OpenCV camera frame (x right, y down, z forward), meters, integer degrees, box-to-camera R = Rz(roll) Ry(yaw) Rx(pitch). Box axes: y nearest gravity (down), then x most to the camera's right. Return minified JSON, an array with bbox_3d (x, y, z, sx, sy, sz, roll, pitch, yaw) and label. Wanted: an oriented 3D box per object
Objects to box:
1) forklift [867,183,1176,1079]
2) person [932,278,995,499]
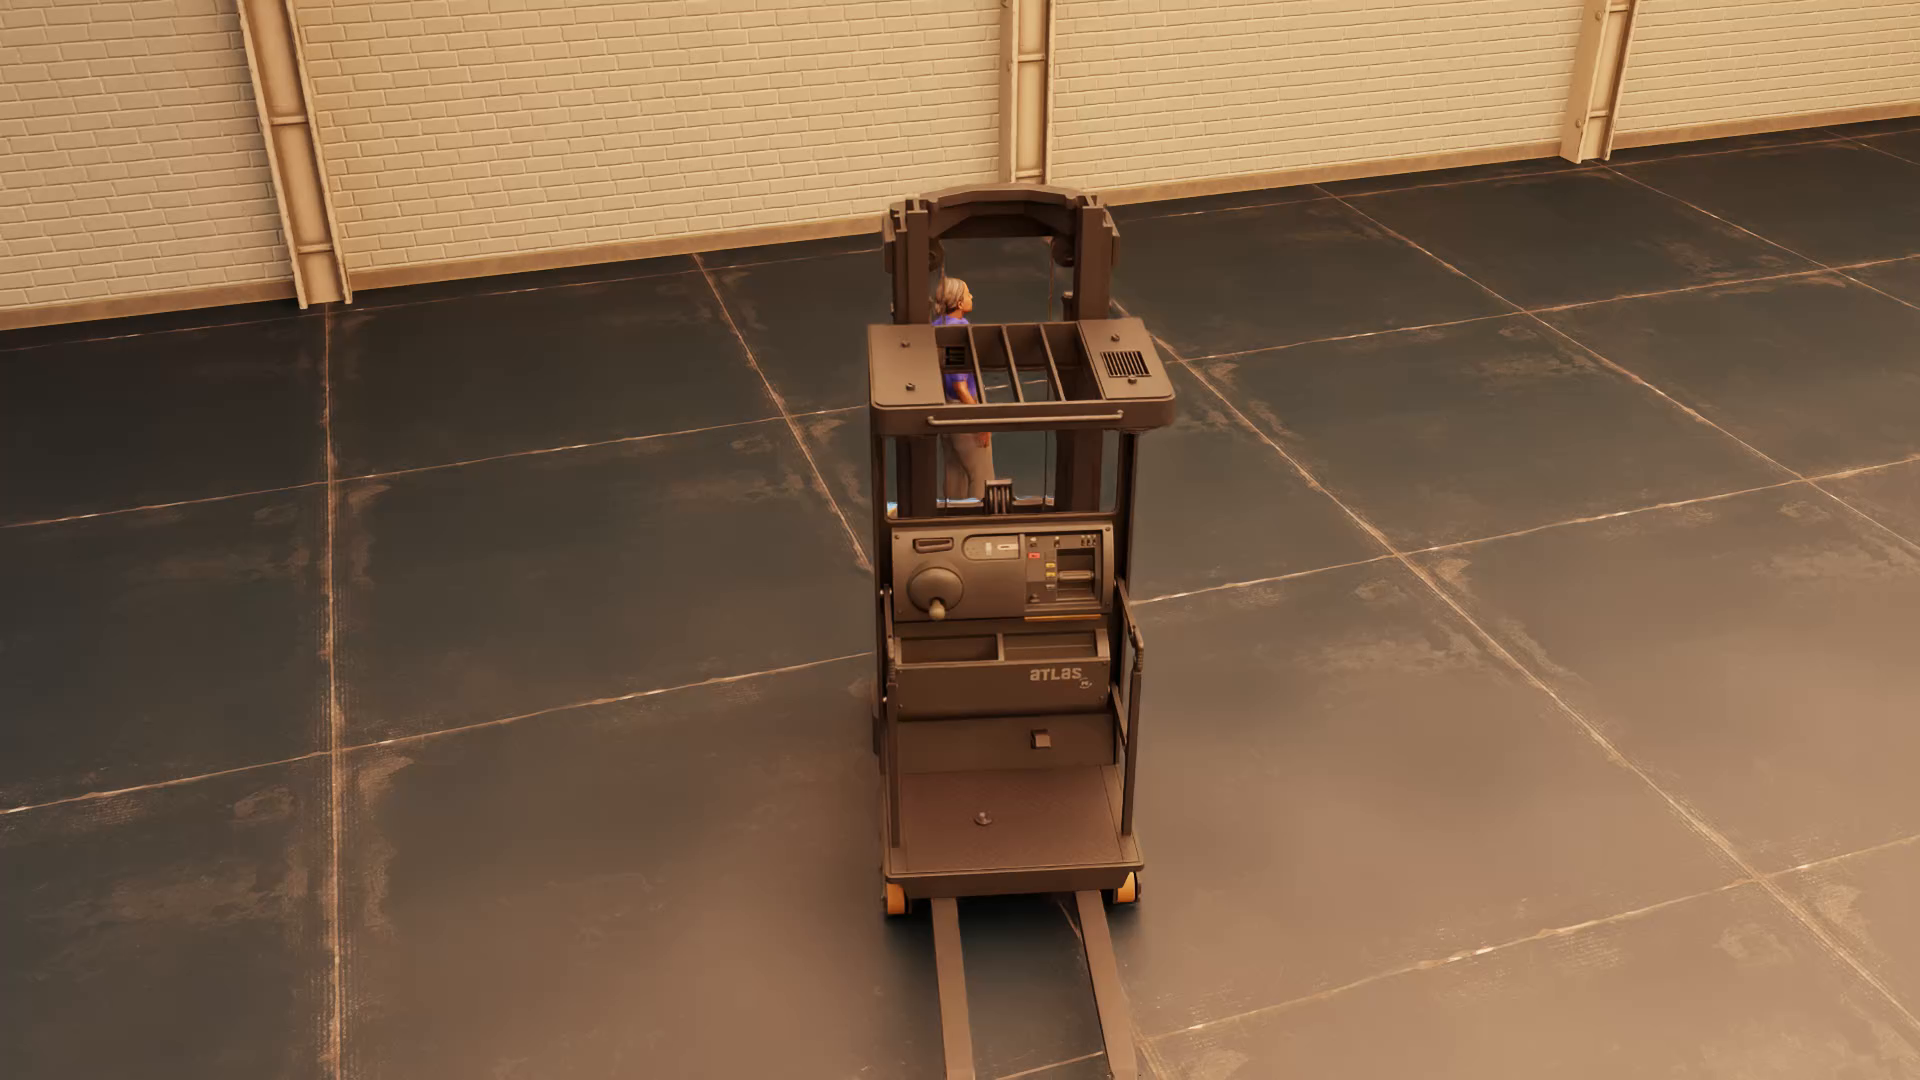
[{"bbox_3d":[0.198,0.180,6.775,1.130,2.935,3.031,-2,30,-4],"label":"forklift"},{"bbox_3d":[0.089,-0.728,9.617,0.504,1.654,0.569,-10,31,-16],"label":"person"}]
